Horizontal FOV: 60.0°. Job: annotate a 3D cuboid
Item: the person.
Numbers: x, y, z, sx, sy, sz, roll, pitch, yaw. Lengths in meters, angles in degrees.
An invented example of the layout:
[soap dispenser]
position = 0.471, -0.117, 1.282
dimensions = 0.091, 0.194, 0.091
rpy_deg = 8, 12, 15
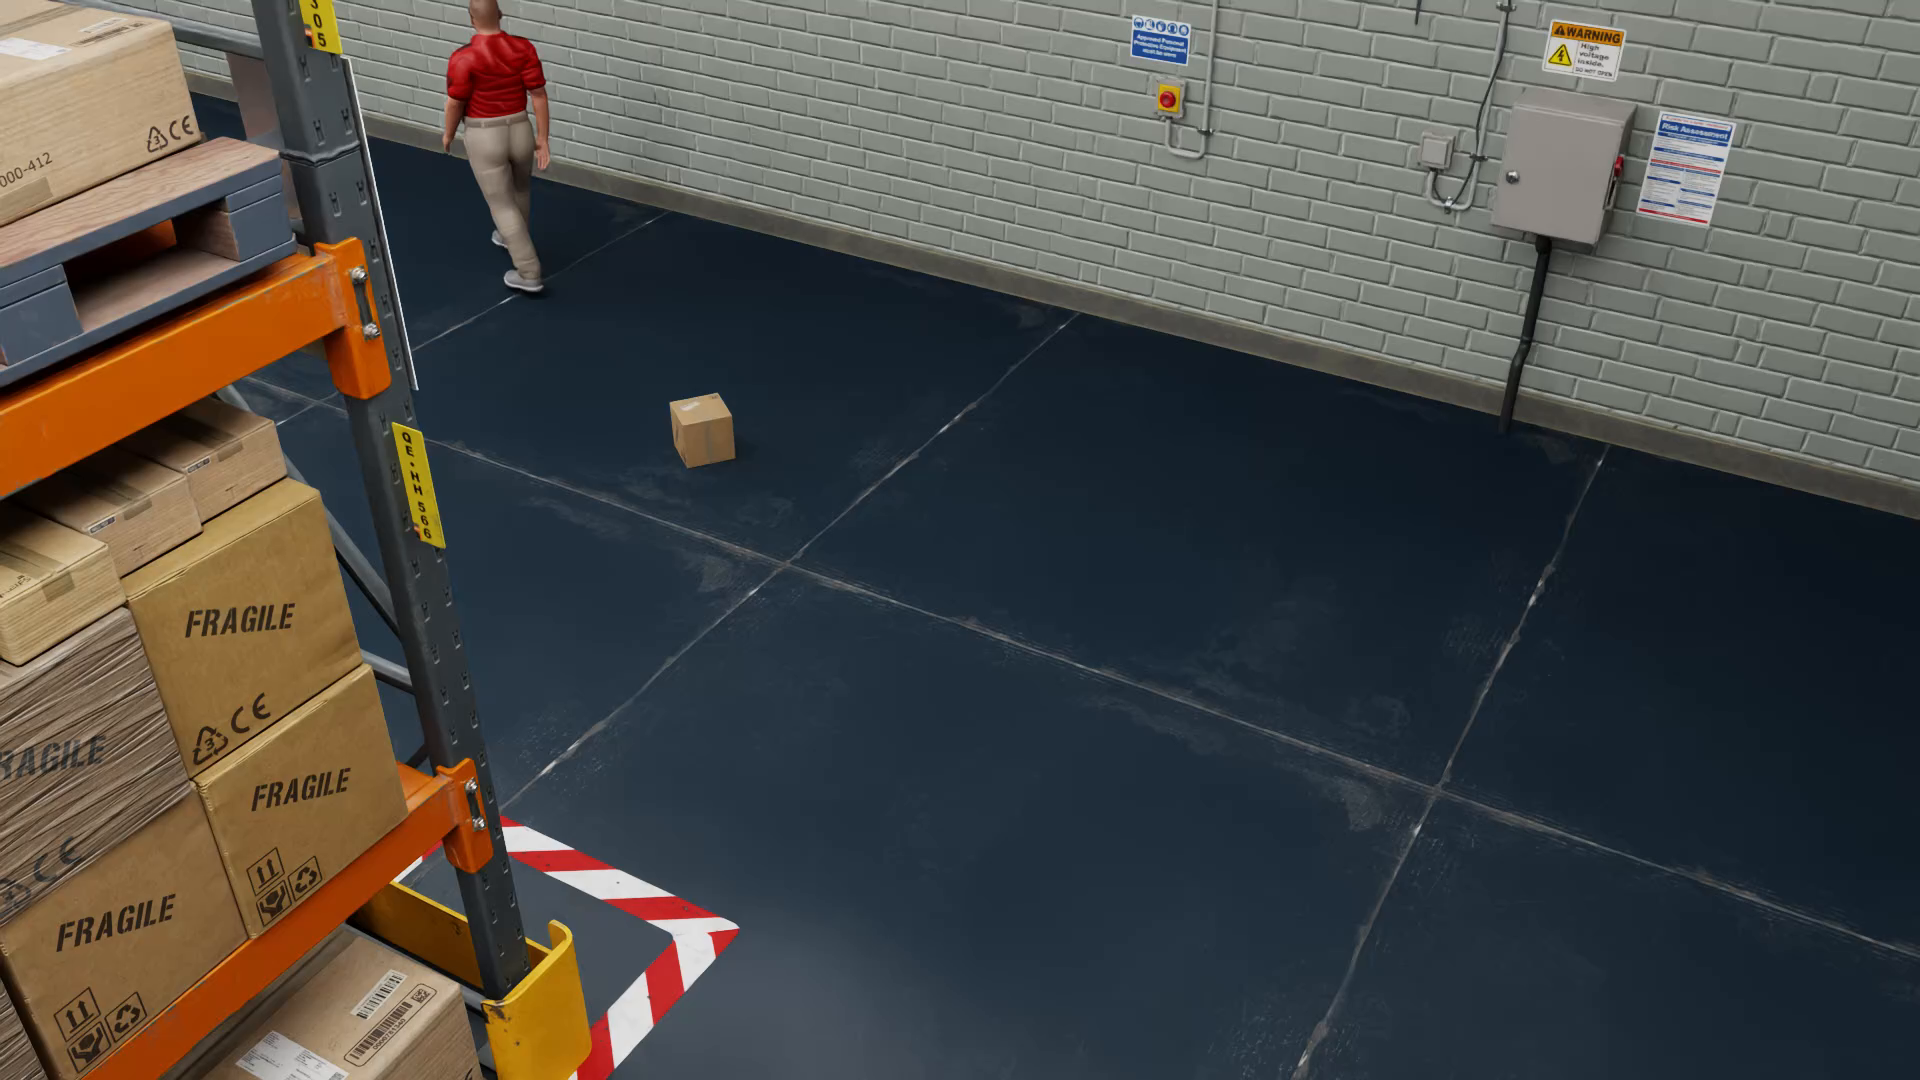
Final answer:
[person]
position = -2.732, -2.348, 9.626
dimensions = 0.539, 1.687, 0.896
rpy_deg = -28, 43, -35
